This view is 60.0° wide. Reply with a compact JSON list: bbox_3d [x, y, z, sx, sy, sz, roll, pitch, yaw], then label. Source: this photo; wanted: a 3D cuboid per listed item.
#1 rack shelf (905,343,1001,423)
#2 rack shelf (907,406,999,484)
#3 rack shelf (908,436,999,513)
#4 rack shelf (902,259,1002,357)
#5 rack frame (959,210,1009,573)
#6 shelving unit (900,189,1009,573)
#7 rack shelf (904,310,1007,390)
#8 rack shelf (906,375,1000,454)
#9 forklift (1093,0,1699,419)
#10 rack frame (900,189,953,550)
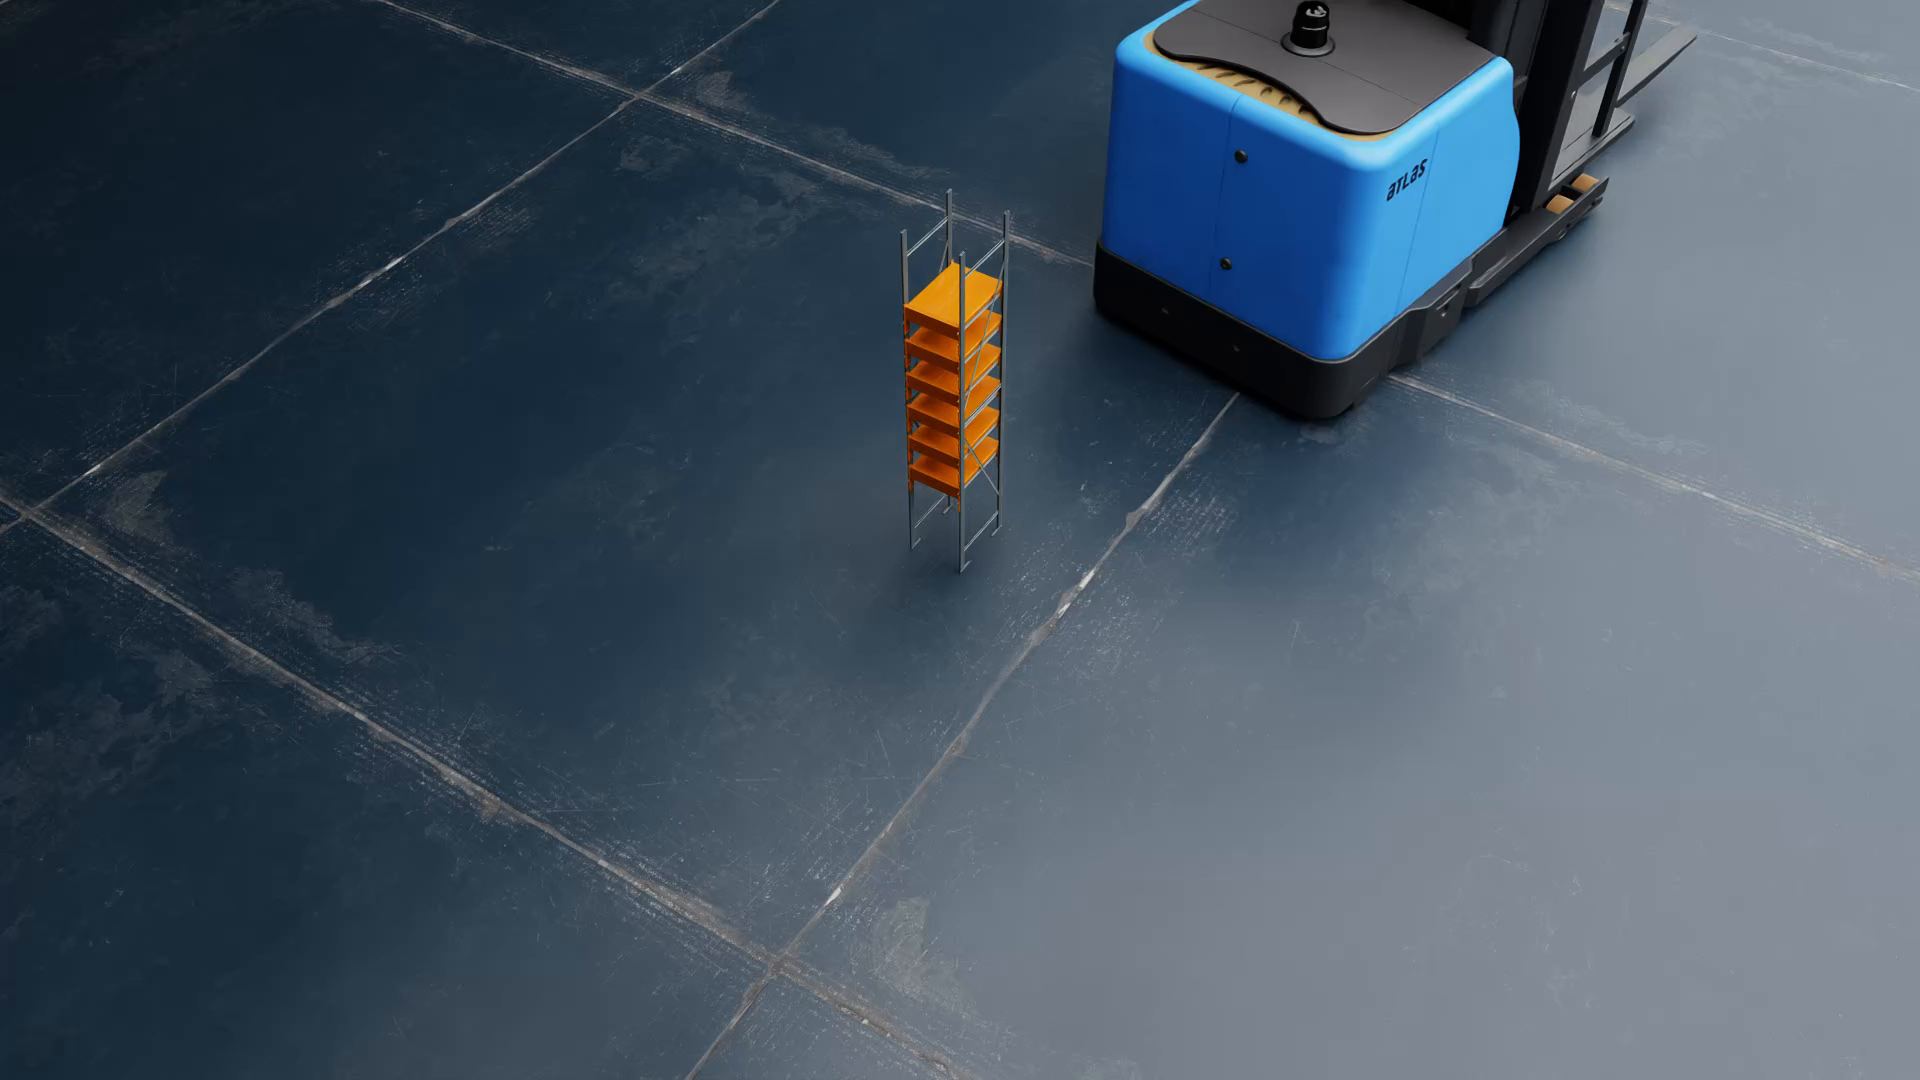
[{"bbox_3d":[-0.012,-0.476,4.771,0.180,0.103,0.258,25,51,22],"label":"rack shelf"},{"bbox_3d":[-0.012,-0.309,4.943,0.180,0.103,0.258,25,51,22],"label":"rack shelf"},{"bbox_3d":[-0.012,-0.226,5.029,0.180,0.103,0.258,25,51,22],"label":"rack shelf"},{"bbox_3d":[-0.012,-0.644,4.599,0.180,0.103,0.258,25,51,22],"label":"rack shelf"},{"bbox_3d":[0.065,-0.388,4.791,0.006,1.200,0.240,25,51,22],"label":"rack frame"},{"bbox_3d":[-0.012,-0.424,4.825,0.189,1.200,0.258,25,51,22],"label":"shelving unit"},{"bbox_3d":[-0.012,-0.560,4.685,0.180,0.103,0.258,25,51,22],"label":"rack shelf"},{"bbox_3d":[-0.012,-0.393,4.857,0.180,0.103,0.258,25,51,22],"label":"rack shelf"},{"bbox_3d":[1.852,-2.395,5.533,1.130,2.935,3.031,34,55,28],"label":"forklift"},{"bbox_3d":[-0.089,-0.459,4.860,0.006,1.200,0.240,25,51,22],"label":"rack frame"}]
